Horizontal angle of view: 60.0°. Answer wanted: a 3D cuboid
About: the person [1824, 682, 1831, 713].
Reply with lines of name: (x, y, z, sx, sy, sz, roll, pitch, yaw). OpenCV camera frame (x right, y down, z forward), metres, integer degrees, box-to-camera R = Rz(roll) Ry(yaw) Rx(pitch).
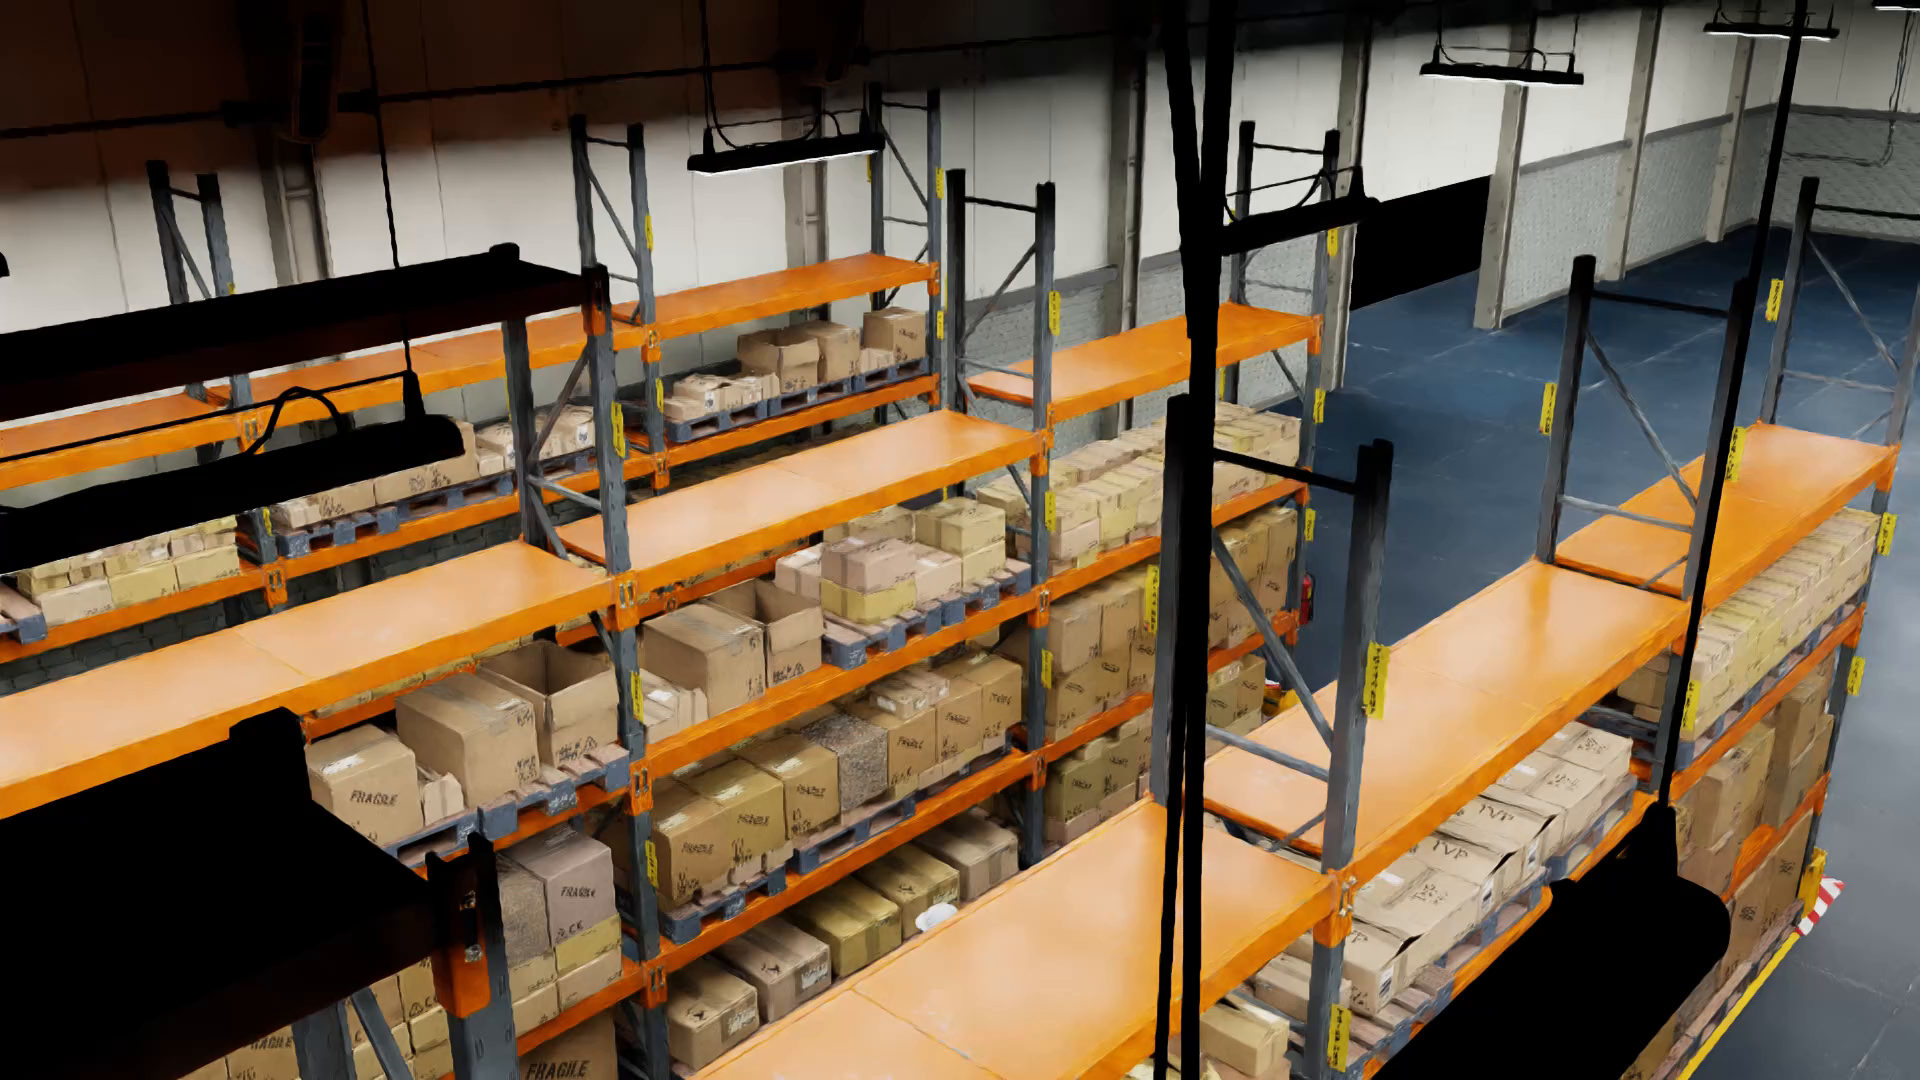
person: (7.404, 1.837, 14.809, 0.529, 1.771, 0.755, 3, 21, 8)

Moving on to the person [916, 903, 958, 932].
person: (-0.155, 3.218, 11.231, 0.462, 1.772, 0.649, 5, 22, 12)
